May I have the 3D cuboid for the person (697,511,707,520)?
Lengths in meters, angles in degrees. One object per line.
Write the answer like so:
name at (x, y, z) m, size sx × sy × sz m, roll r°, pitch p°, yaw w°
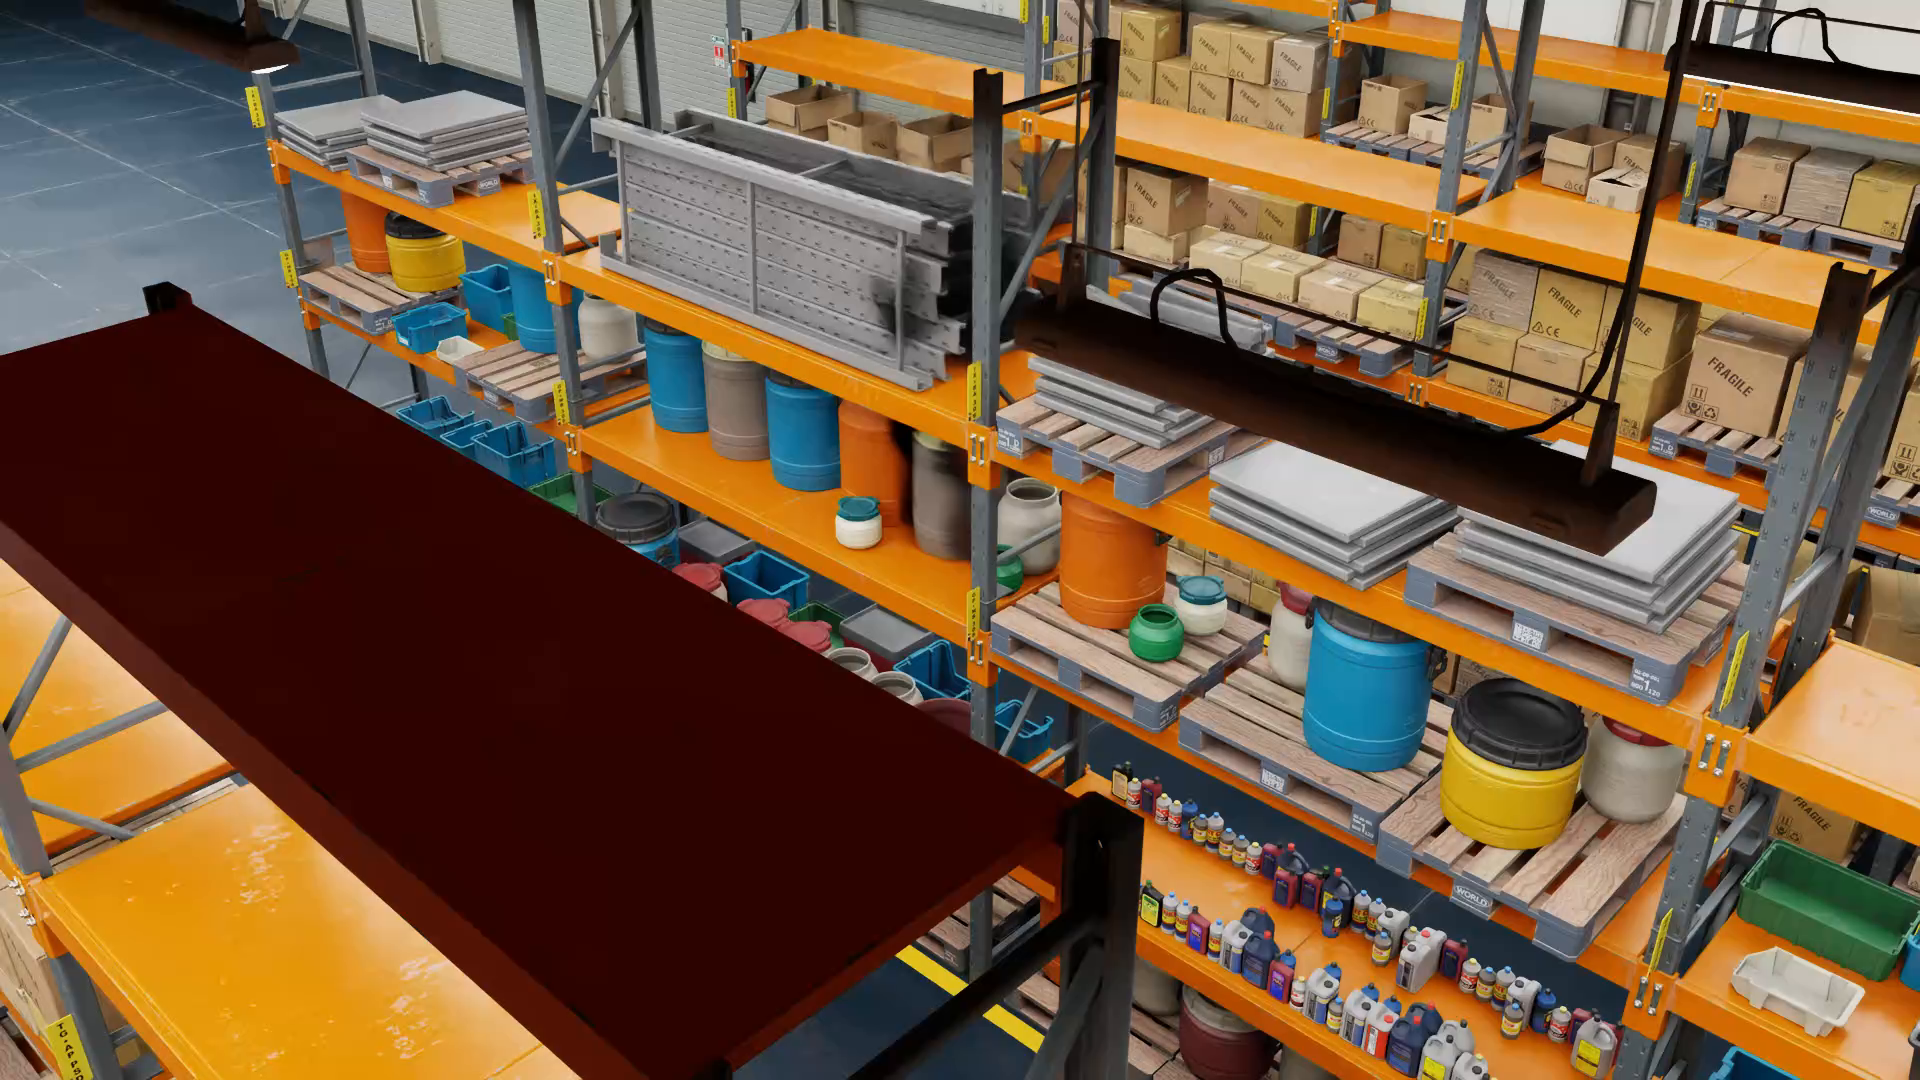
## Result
person at (-2.221, -0.284, 15.037) m, size 0.899 × 1.643 × 0.615 m, roll 25°, pitch 38°, yaw 37°
